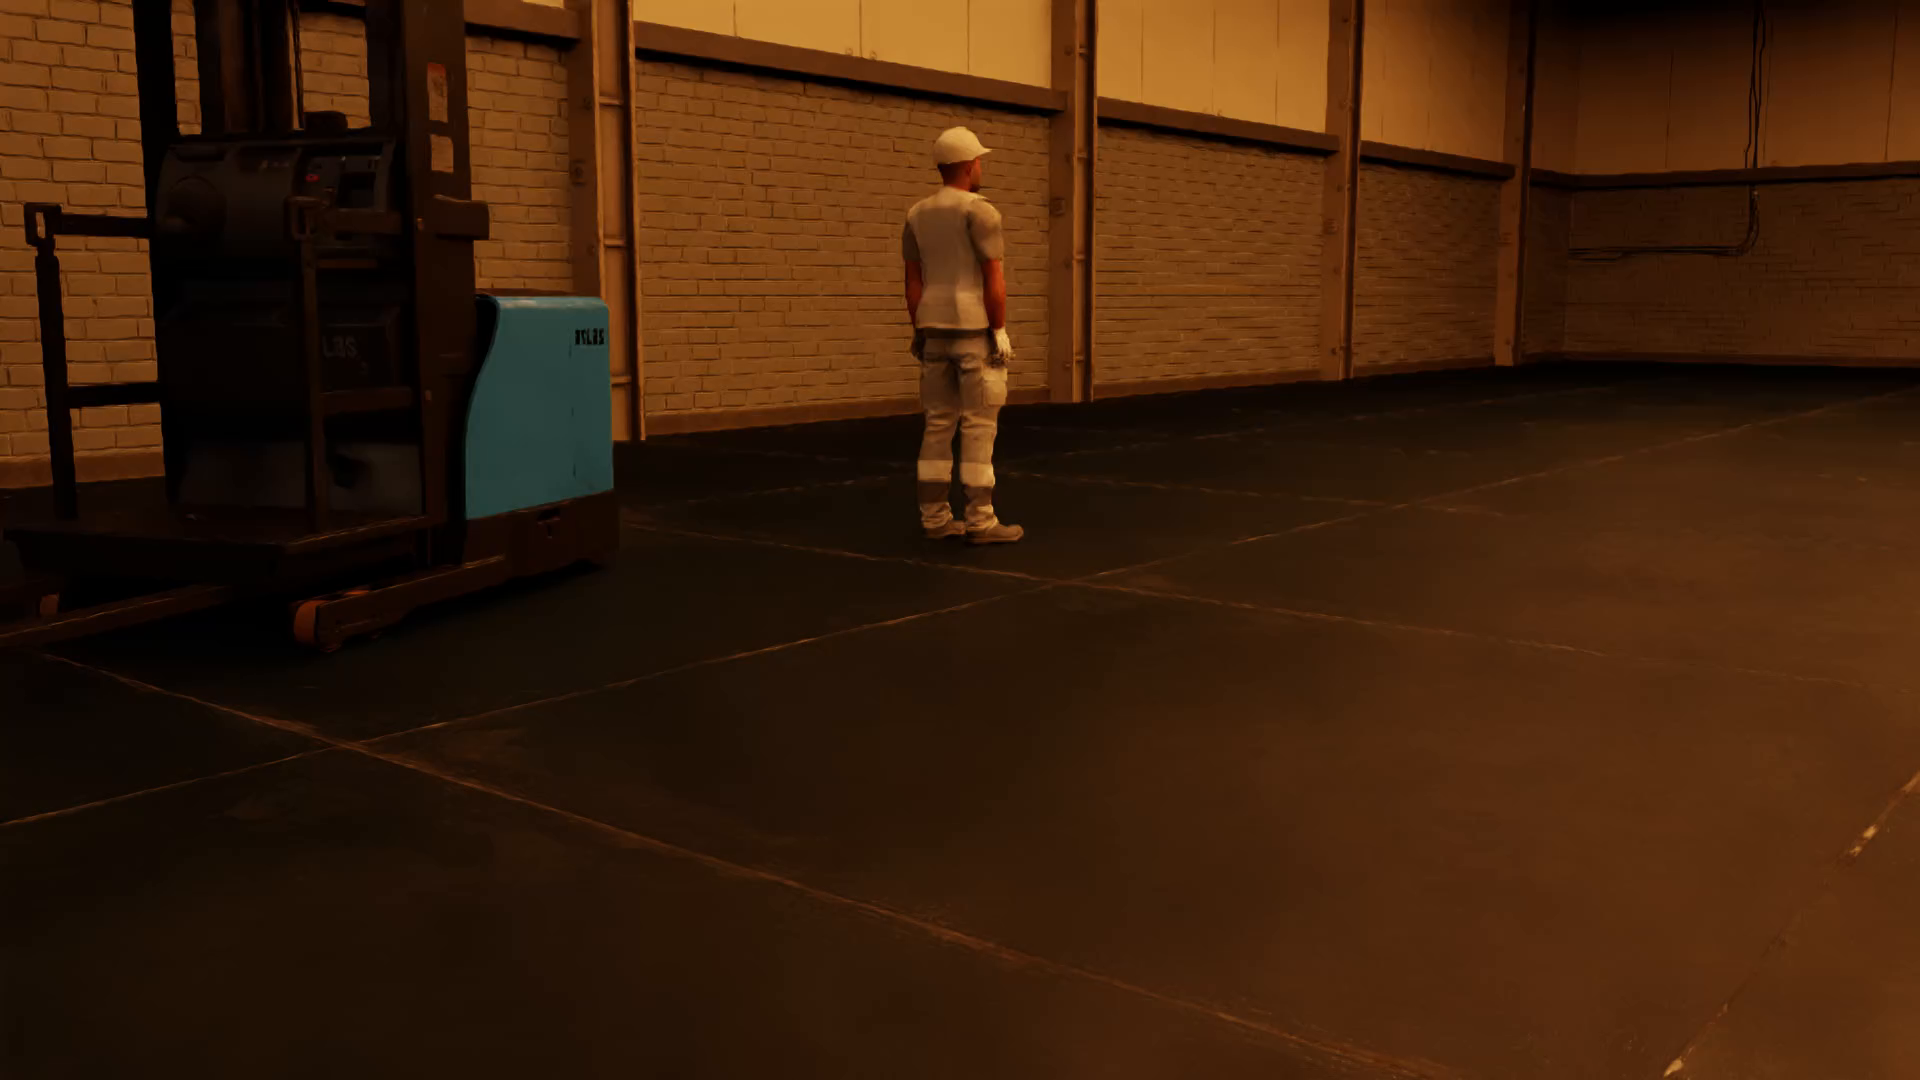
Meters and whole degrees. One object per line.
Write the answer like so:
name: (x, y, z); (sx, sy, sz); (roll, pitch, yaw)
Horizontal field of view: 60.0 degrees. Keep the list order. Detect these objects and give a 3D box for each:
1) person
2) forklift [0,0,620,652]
person: (0.012, -0.889, 7.292); (0.540, 1.795, 0.349); (7, 11, 38)
forklift: (-2.329, -1.172, 5.295); (1.130, 2.935, 3.031); (3, 9, 19)
